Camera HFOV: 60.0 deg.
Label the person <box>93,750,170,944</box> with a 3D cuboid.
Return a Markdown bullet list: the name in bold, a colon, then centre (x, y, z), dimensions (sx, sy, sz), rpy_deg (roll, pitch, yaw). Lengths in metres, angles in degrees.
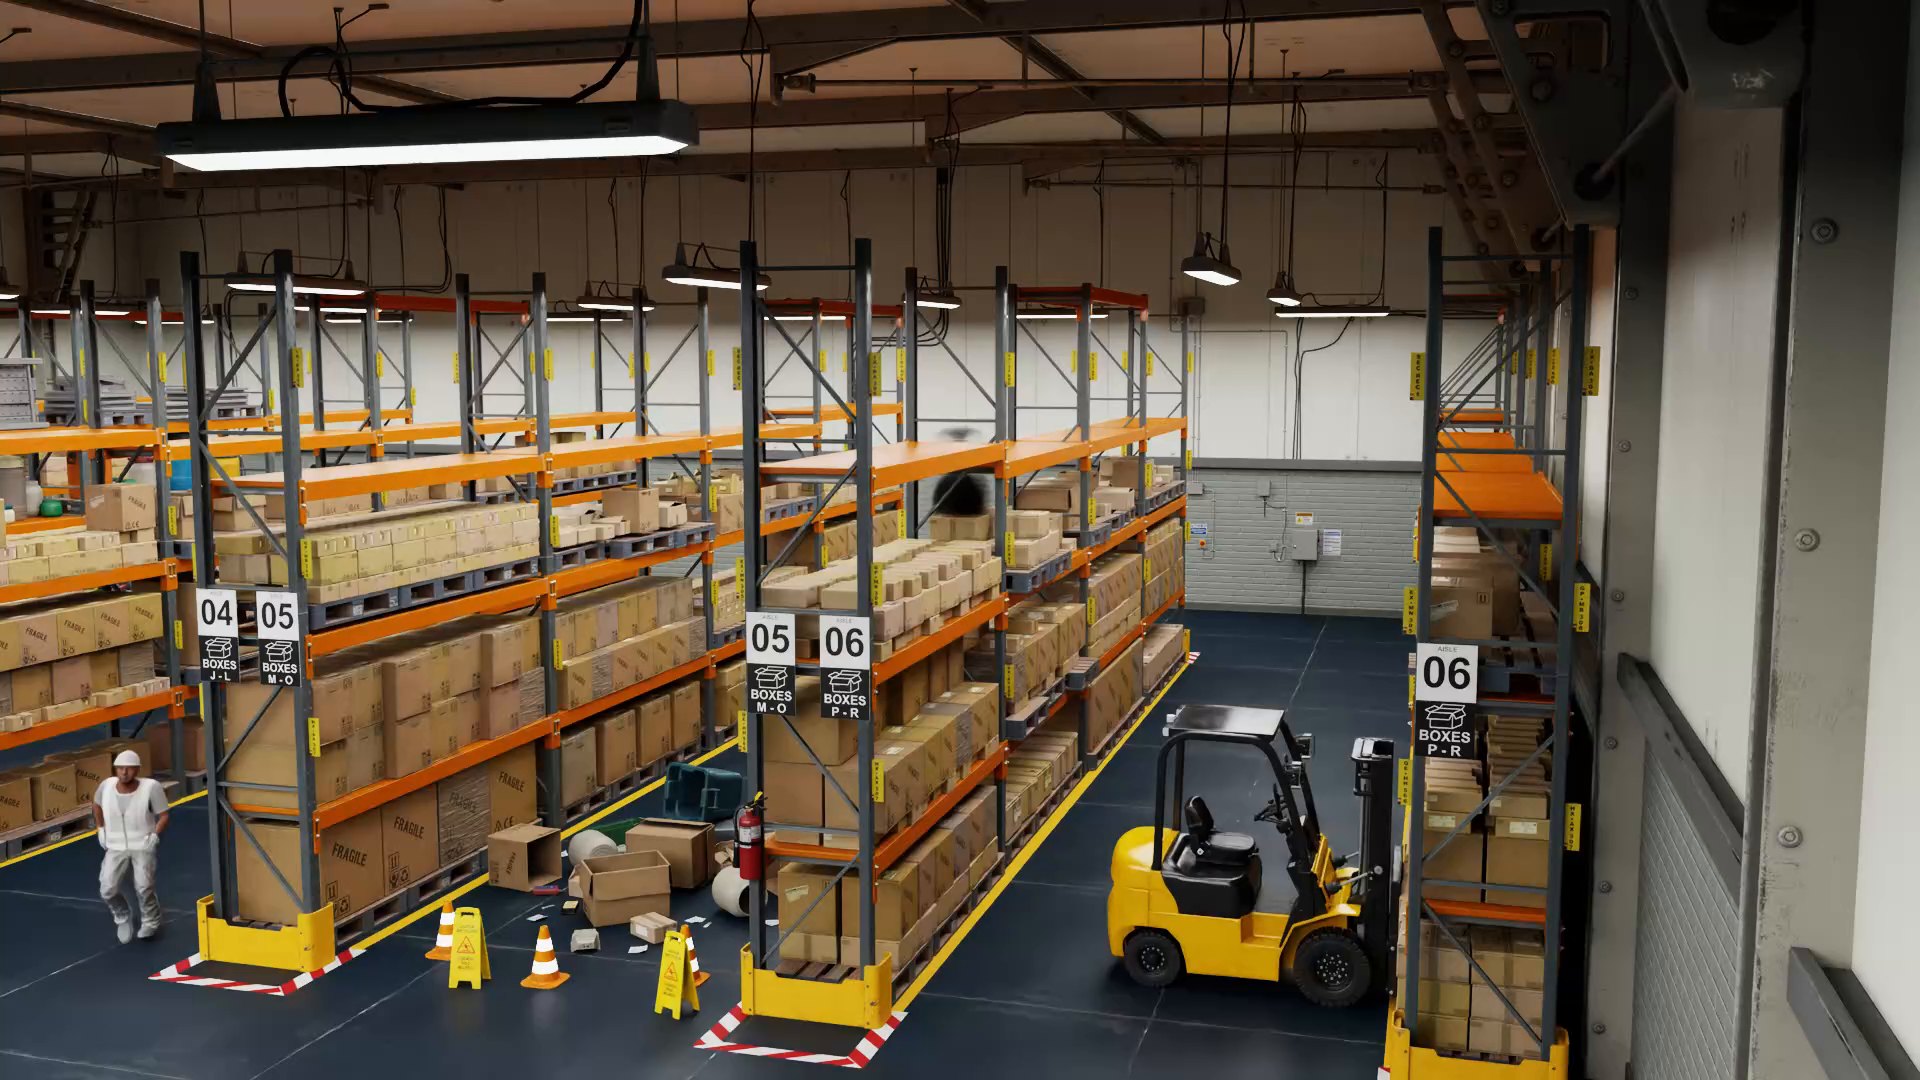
- **person**: centre (-7.249, 2.688, 14.497), dimensions (0.677, 1.737, 0.702), rpy_deg (-1, 7, -11)
